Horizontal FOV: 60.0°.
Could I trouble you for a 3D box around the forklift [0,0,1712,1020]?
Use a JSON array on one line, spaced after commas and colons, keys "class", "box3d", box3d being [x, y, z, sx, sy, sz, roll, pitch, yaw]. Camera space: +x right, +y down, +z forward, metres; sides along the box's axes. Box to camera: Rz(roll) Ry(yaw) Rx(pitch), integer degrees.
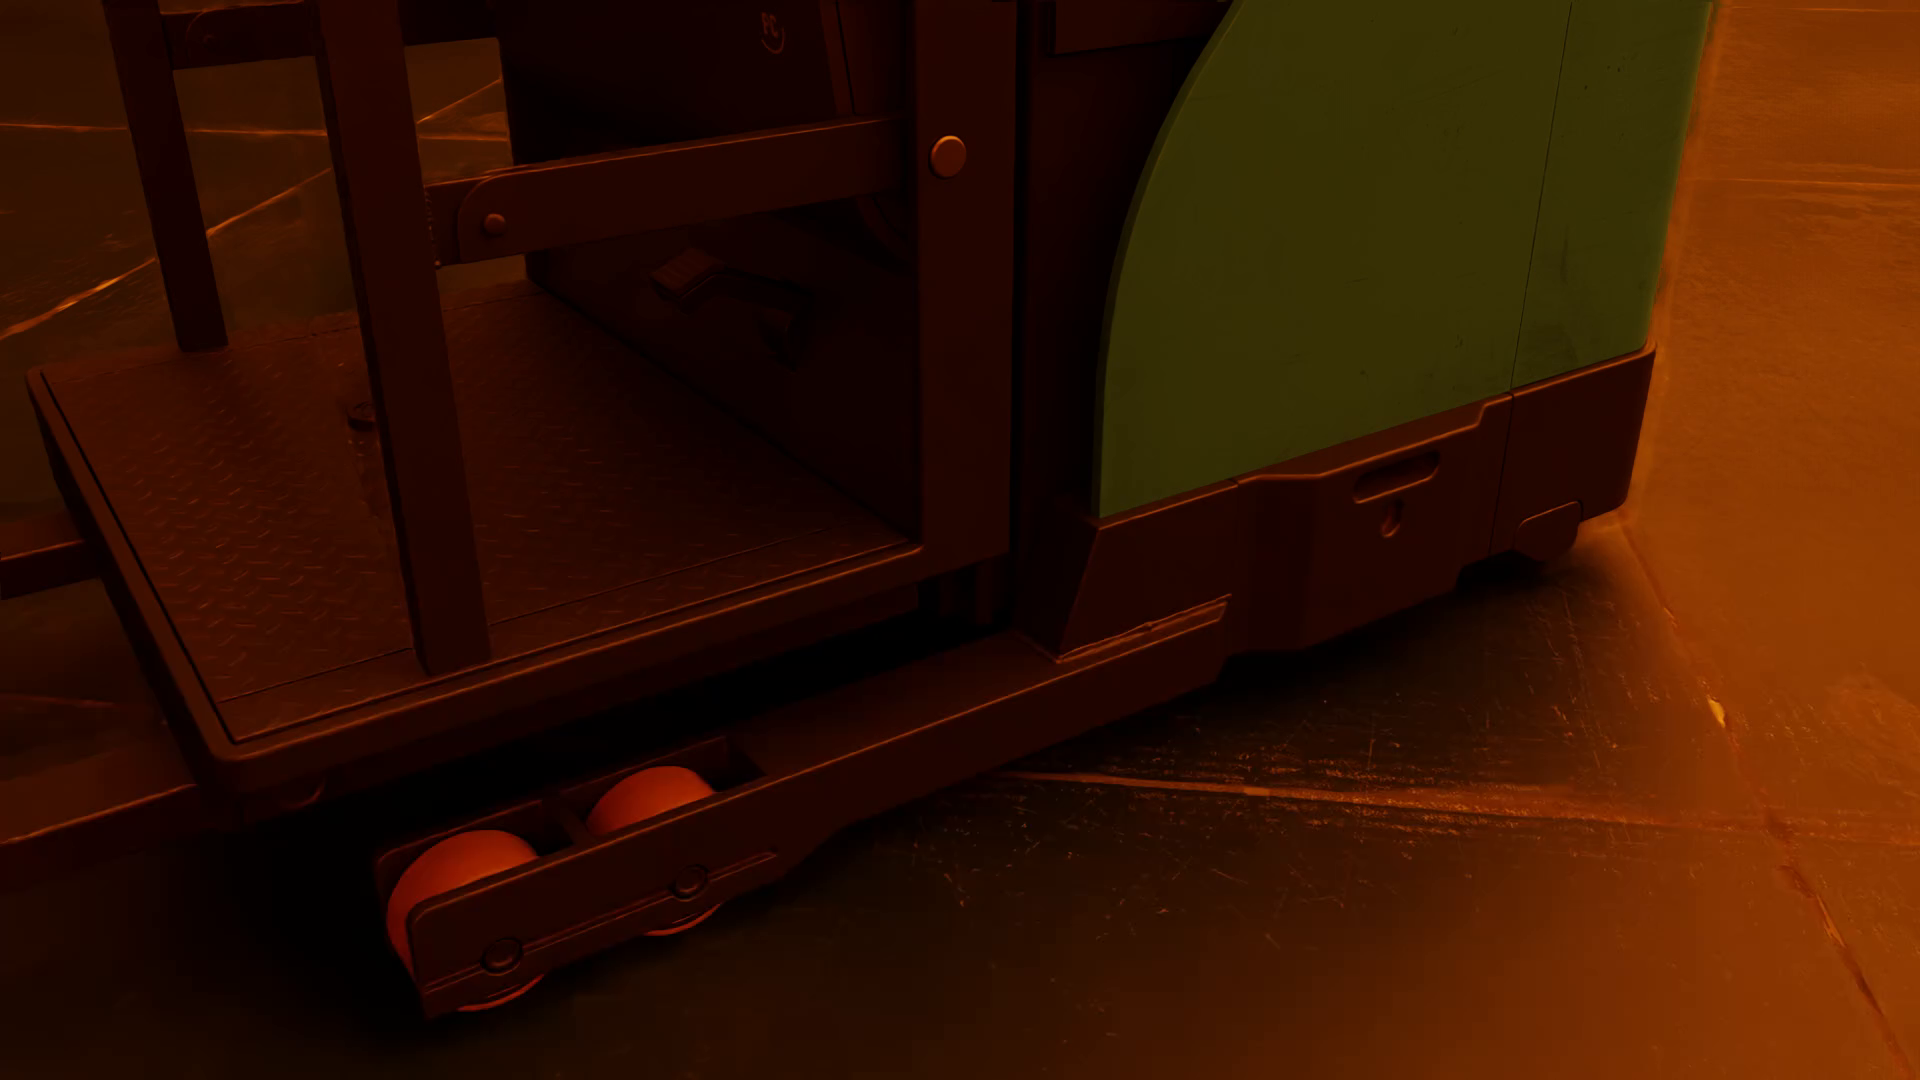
[{"class": "forklift", "box3d": [-0.508, -1.130, 1.483, 3.031, 2.935, 1.130, -17, 31, -30]}]
